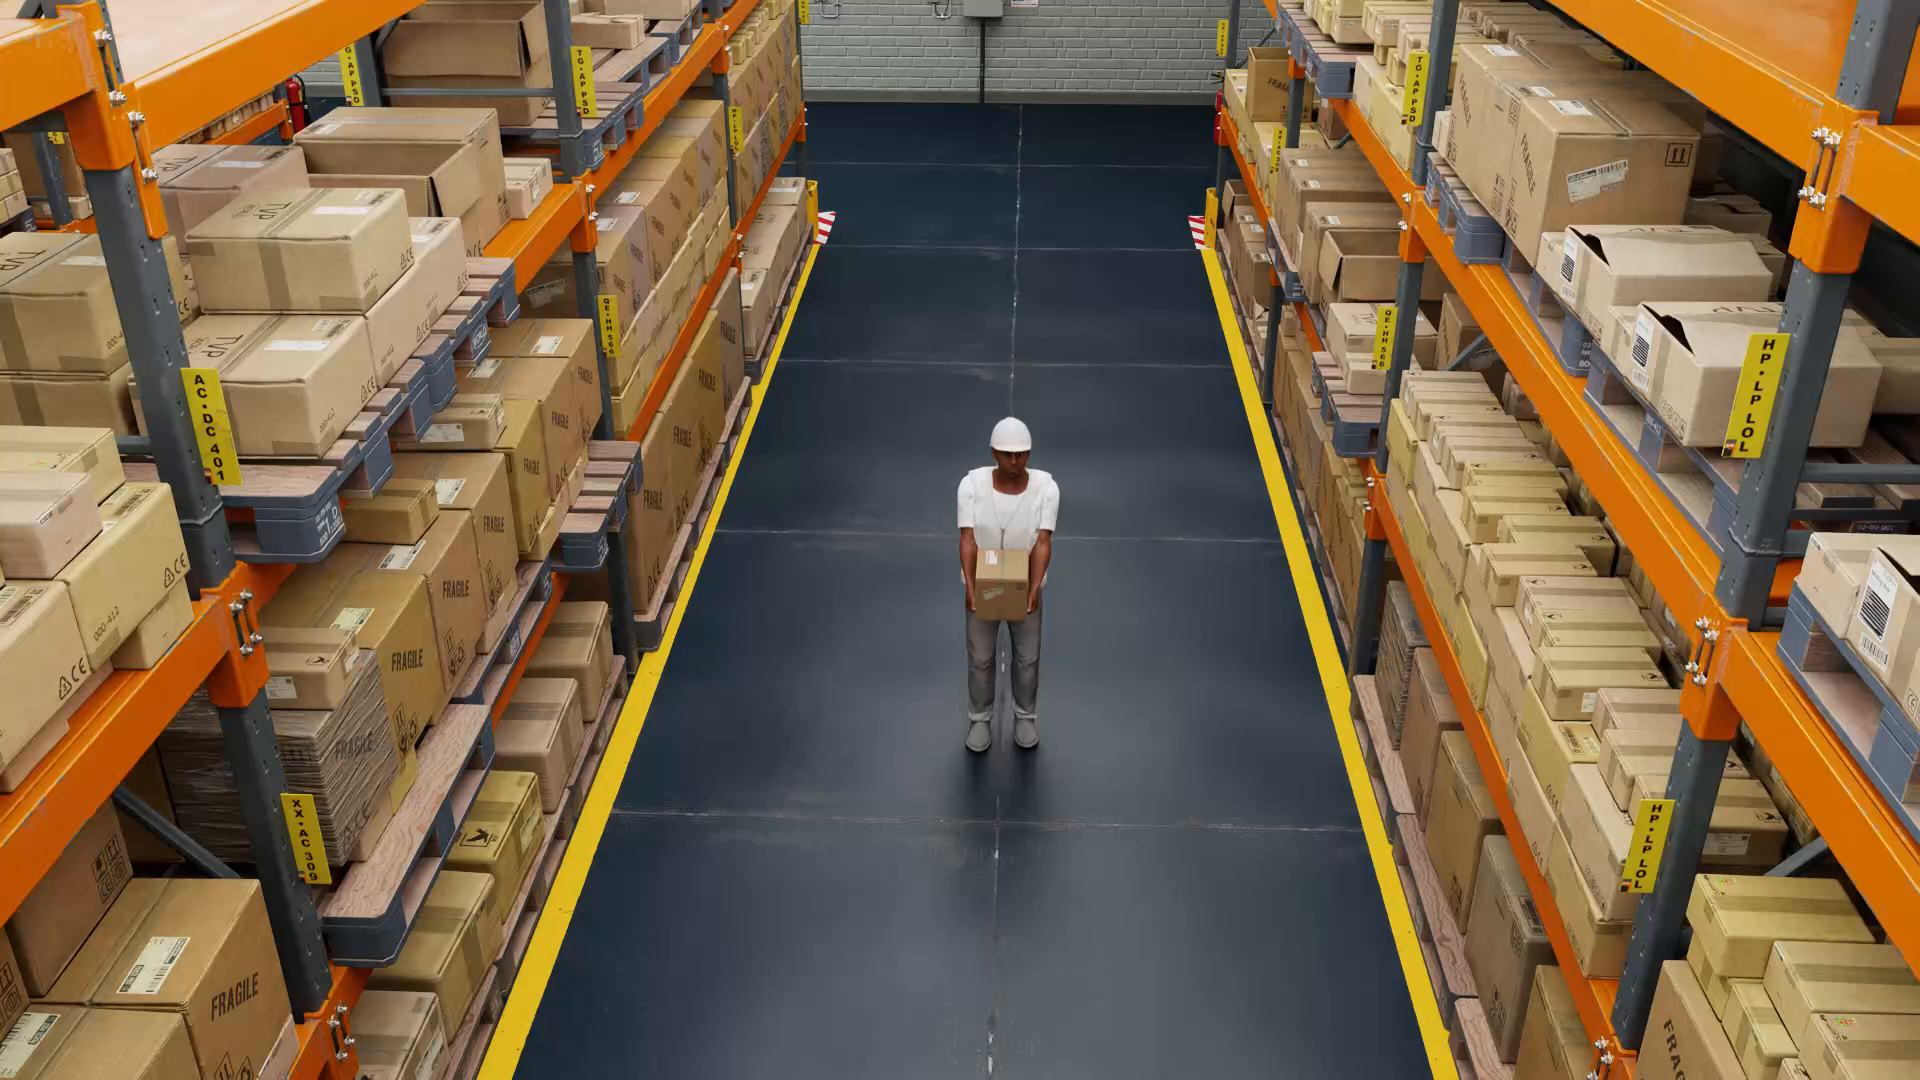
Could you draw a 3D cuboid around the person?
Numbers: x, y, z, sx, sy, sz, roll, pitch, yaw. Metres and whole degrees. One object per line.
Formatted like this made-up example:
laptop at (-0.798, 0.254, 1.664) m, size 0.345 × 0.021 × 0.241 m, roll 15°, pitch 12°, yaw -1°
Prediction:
person at (0.231, 0.271, 8.324) m, size 0.503 × 1.759 × 0.586 m, roll 1°, pitch 28°, yaw 3°
